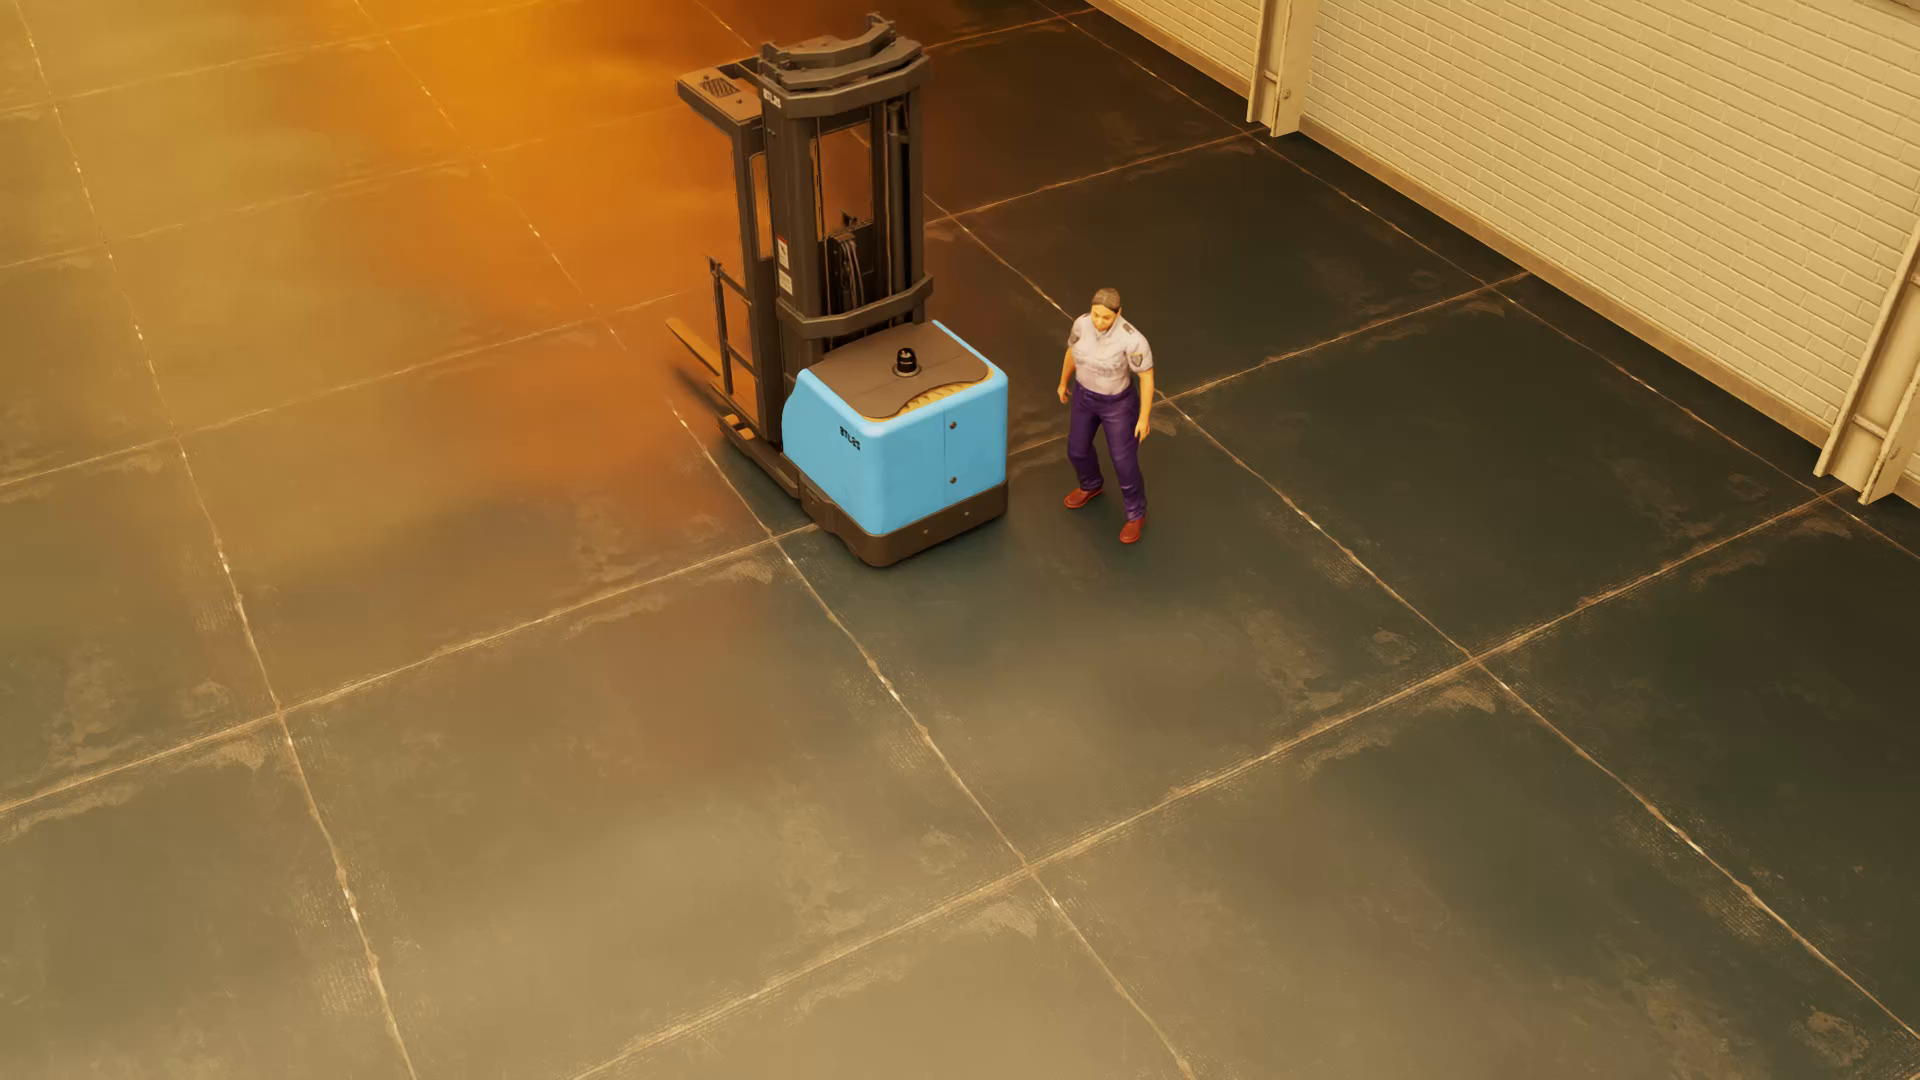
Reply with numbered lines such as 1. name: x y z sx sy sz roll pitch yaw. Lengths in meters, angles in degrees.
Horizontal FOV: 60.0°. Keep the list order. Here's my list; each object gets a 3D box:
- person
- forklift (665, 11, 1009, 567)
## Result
1. person: 0.880 -0.815 10.044 0.726 1.628 0.396 25 46 27
2. forklift: -0.960 -1.865 10.284 1.130 2.935 3.031 -24 45 -26
